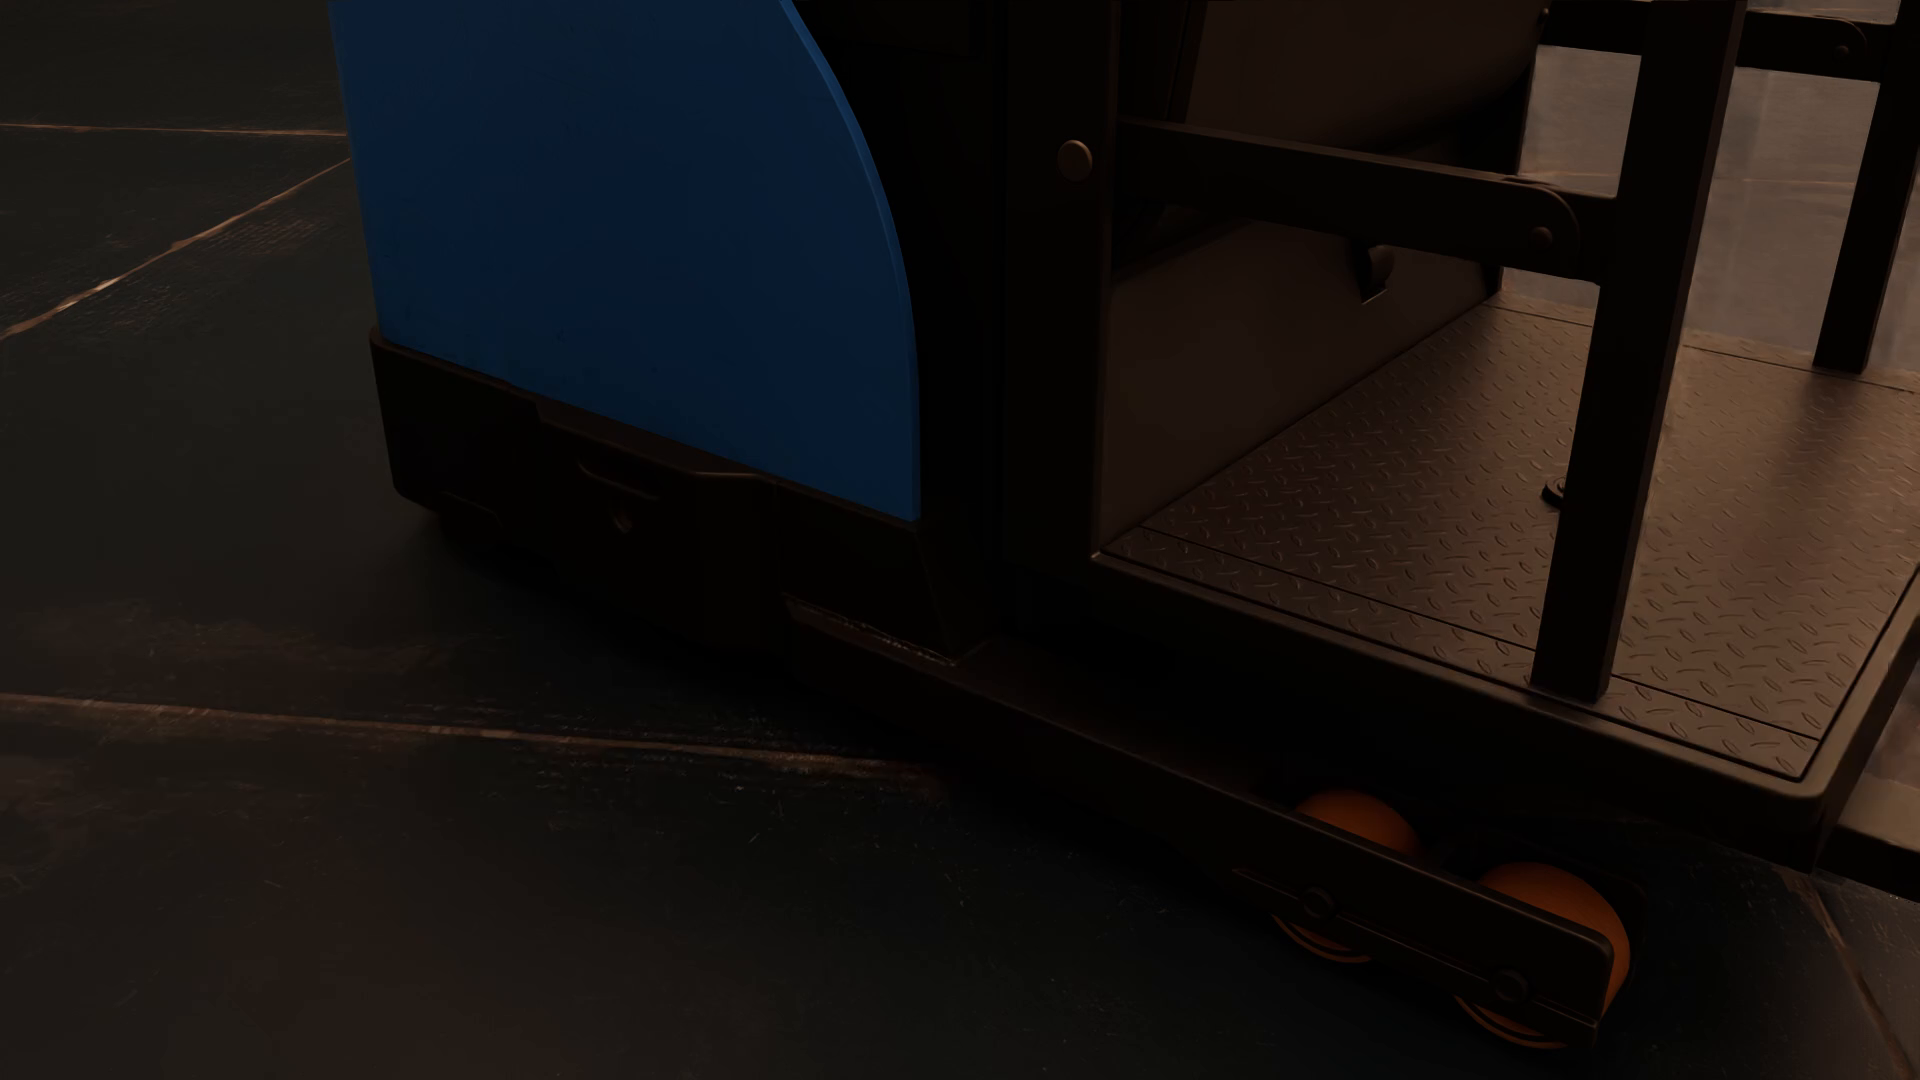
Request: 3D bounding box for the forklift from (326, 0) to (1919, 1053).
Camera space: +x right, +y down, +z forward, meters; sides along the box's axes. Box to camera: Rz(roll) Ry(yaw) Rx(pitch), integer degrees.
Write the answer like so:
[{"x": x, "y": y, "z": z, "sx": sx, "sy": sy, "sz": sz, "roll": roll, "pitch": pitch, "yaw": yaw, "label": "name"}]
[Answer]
[{"x": 0.618, "y": -1.108, "z": 1.438, "sx": 3.031, "sy": 2.935, "sz": 1.130, "roll": 19, "pitch": 32, "yaw": 33, "label": "forklift"}]
